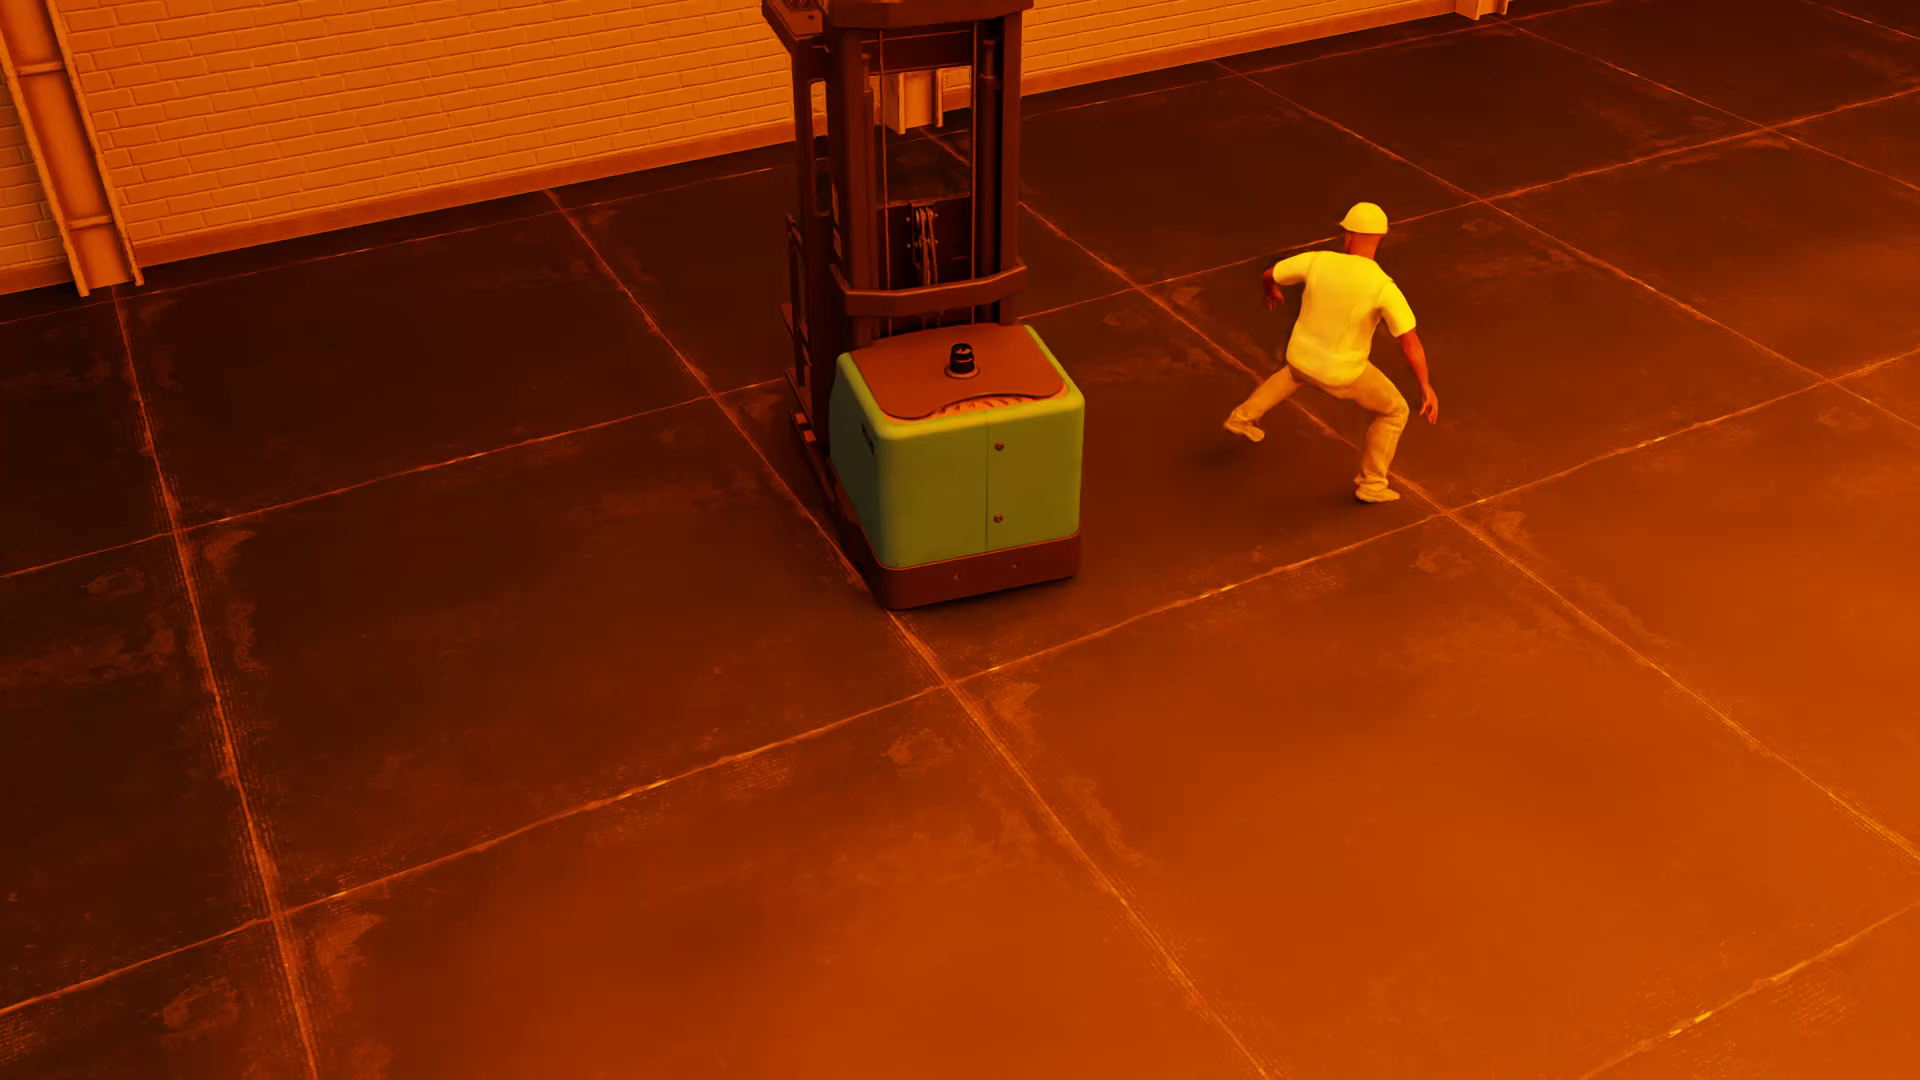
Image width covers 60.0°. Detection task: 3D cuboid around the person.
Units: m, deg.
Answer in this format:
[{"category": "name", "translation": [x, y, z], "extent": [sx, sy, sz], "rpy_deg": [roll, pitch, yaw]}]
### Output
[{"category": "person", "translation": [2.017, -0.950, 8.665], "extent": [0.516, 1.654, 1.214], "rpy_deg": [-29, 45, -35]}]

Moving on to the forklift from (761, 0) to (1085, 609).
[{"category": "forklift", "translation": [-0.333, -1.710, 8.542], "extent": [1.130, 2.935, 3.031], "rpy_deg": [-11, 37, -14]}]
